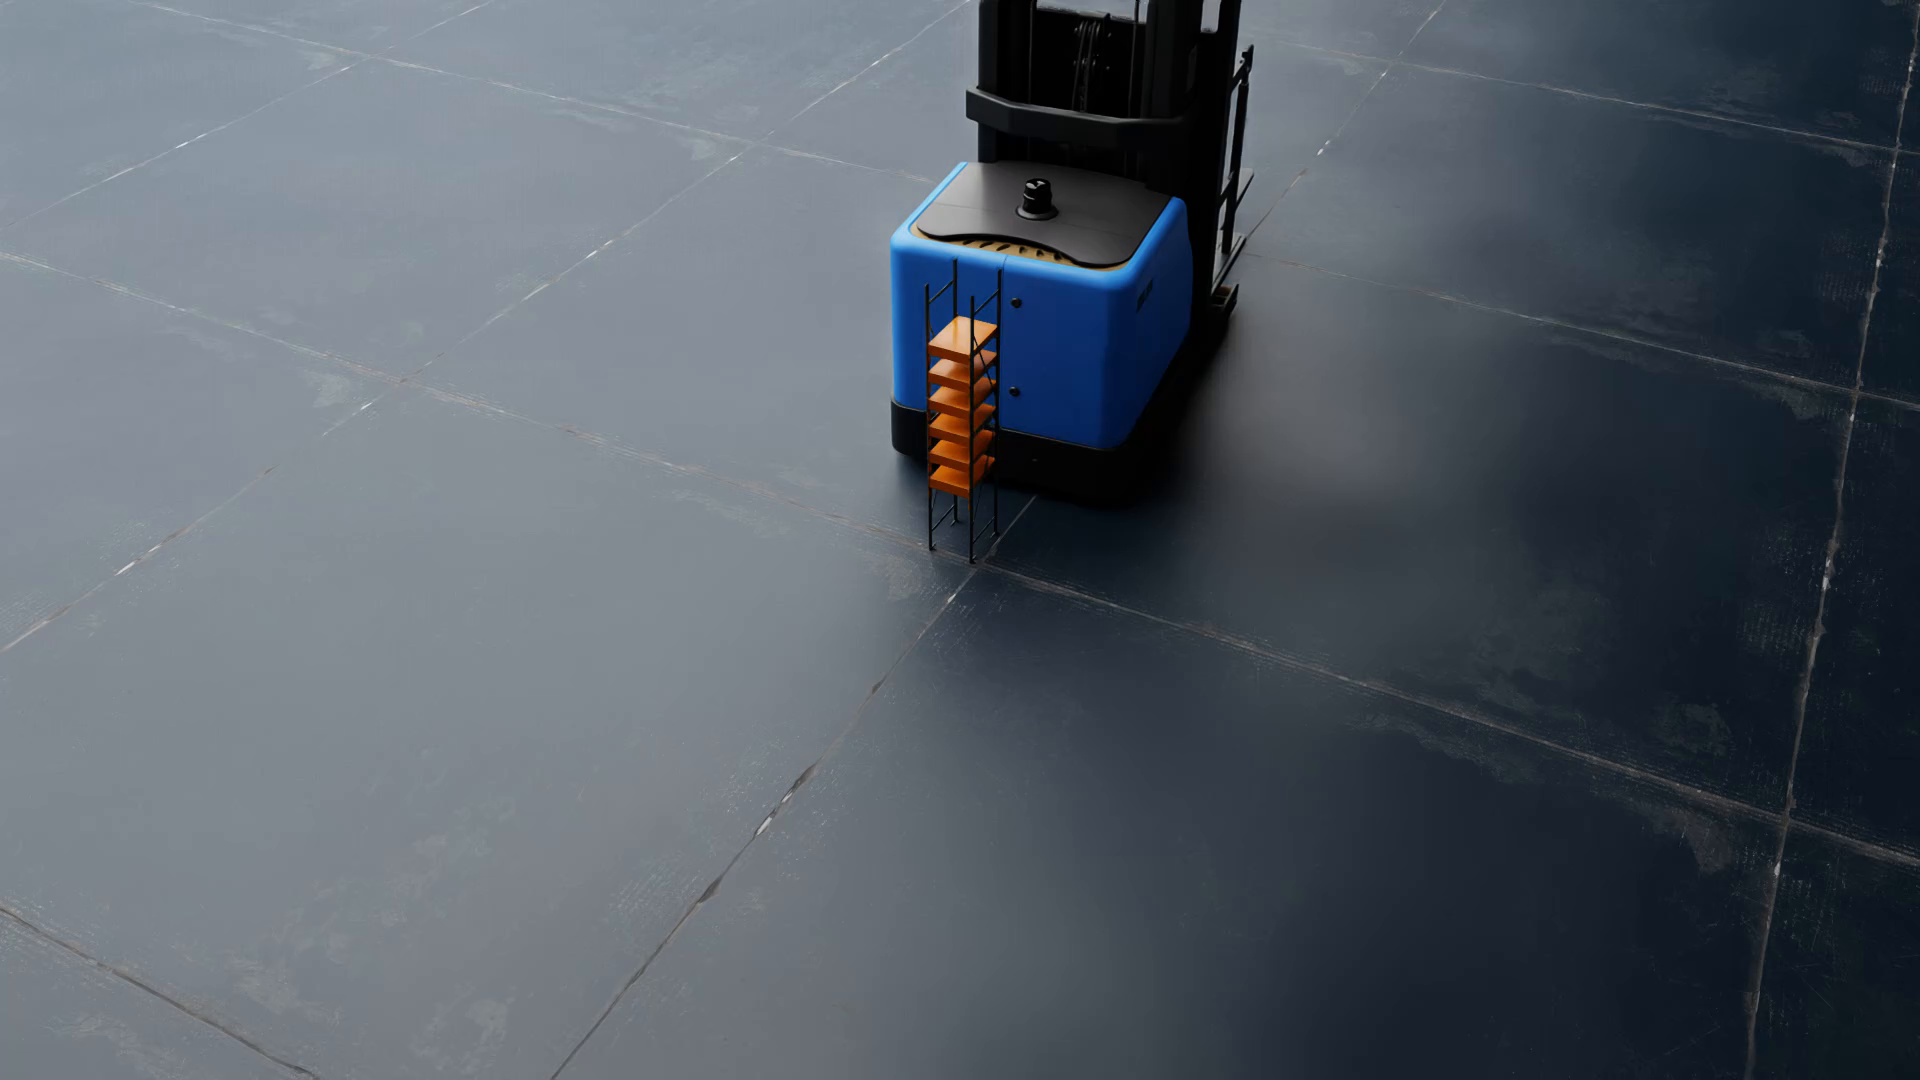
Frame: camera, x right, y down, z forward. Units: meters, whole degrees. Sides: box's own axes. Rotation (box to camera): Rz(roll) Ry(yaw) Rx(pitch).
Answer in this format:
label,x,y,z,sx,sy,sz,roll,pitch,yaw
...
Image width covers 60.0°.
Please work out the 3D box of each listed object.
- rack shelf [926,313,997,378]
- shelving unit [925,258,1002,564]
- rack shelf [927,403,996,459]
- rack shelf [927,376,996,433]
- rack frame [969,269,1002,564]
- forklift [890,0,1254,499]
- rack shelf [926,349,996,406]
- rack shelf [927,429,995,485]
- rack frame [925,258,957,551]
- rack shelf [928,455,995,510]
label,x,y,z,sx,sy,sz,roll,pitch,yaw
rack shelf,0.013,-0.725,6.191,0.180,0.103,0.258,17,41,21
shelving unit,0.013,-0.474,6.382,0.189,1.200,0.258,17,41,21
rack shelf,0.013,-0.438,6.409,0.180,0.103,0.258,17,41,21
rack shelf,0.013,-0.534,6.336,0.180,0.103,0.258,17,41,21
rack frame,0.094,-0.448,6.348,0.006,1.200,0.240,17,41,21
forklift,0.721,-2.228,7.262,1.130,2.935,3.031,13,39,17
rack shelf,0.013,-0.630,6.264,0.180,0.103,0.258,17,41,21
rack shelf,0.013,-0.343,6.481,0.180,0.103,0.258,17,41,21
rack frame,-0.068,-0.499,6.415,0.006,1.200,0.240,17,41,21
rack shelf,0.013,-0.247,6.554,0.180,0.103,0.258,17,41,21
